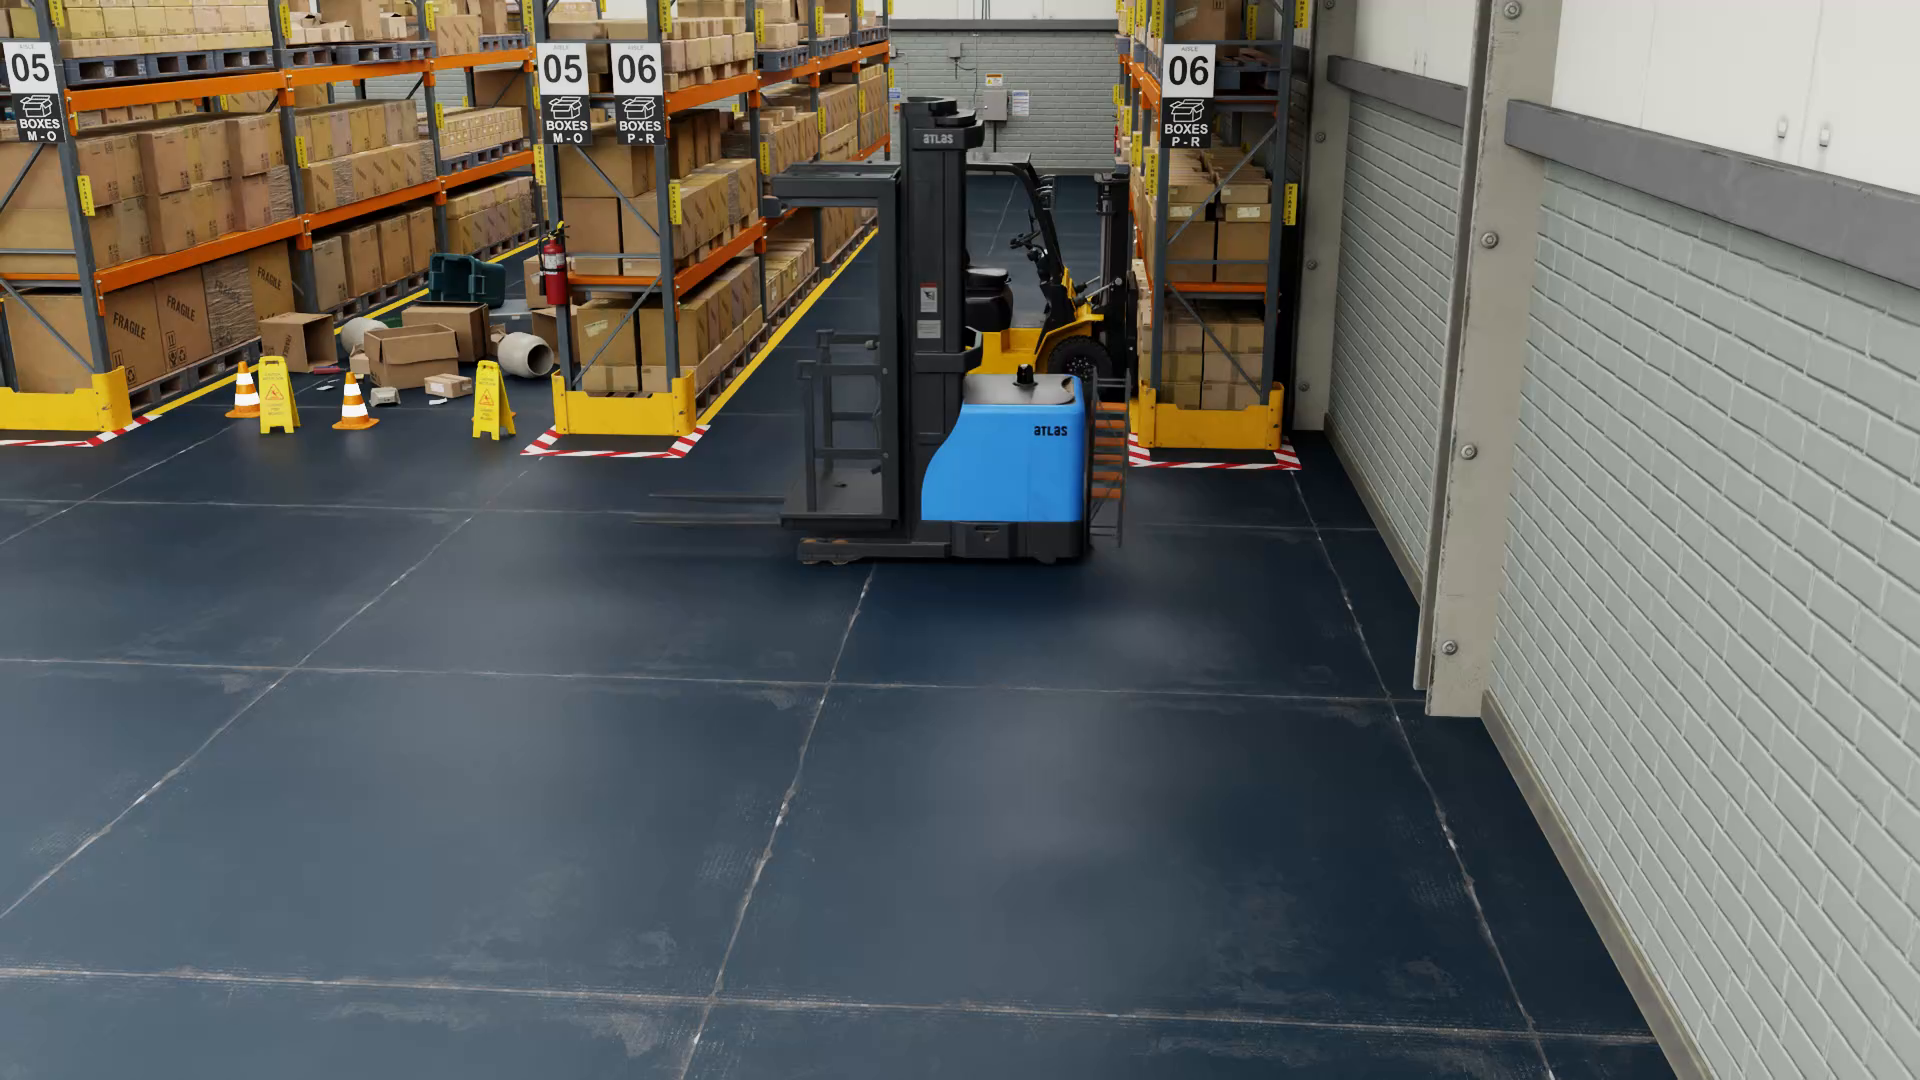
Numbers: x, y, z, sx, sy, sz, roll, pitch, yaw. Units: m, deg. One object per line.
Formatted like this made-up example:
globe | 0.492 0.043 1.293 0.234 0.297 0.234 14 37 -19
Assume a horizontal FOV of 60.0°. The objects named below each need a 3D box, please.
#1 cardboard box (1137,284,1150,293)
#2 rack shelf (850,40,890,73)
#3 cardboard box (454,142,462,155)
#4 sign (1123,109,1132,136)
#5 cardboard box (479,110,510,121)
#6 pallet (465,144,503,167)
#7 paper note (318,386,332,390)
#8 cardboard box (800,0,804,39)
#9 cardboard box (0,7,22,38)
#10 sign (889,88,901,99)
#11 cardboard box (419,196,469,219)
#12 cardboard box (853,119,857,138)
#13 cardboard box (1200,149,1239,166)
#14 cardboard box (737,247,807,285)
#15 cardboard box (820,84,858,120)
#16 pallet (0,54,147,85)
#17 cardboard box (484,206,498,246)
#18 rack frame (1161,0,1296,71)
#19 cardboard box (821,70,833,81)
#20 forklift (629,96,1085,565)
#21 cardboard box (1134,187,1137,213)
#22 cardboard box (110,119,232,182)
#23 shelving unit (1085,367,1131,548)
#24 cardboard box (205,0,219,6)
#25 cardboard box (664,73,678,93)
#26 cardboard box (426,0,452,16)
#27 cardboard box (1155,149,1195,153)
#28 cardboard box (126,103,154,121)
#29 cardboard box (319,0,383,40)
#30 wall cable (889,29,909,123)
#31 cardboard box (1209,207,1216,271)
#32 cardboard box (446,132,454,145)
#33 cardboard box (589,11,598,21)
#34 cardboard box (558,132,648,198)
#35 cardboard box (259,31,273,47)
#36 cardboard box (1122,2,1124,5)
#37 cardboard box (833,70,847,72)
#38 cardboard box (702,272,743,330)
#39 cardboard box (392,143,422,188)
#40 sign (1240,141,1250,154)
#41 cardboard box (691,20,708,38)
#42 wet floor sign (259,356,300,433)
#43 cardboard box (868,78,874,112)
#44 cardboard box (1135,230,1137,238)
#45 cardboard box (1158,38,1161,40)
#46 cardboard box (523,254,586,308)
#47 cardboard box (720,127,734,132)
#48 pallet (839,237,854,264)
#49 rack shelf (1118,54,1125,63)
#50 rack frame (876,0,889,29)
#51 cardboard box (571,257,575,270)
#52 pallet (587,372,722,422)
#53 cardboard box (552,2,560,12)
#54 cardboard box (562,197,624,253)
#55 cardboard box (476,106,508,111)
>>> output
cardboard box | 1.899 -2.230 15.548 0.500 0.250 0.500 1 18 3
rack shelf | -1.872 -7.781 26.690 1.077 0.370 4.000 1 18 4
cardboard box | -6.975 -5.295 22.493 0.380 0.149 0.250 2 18 7
sign | 2.108 -5.246 20.883 0.100 0.325 0.005 1 18 4
cardboard box | -6.832 -6.225 24.378 0.380 0.149 0.250 1 18 2
pallet | -7.145 -5.437 23.508 1.003 0.211 1.213 1 18 4
paper note | -6.017 -1.453 15.810 0.144 0.017 0.142 8 20 23
cardboard box | -2.420 -6.818 21.761 0.700 0.500 0.500 0 18 1
cardboard box | -8.063 -4.329 13.928 0.500 0.250 0.500 2 18 5
sign | -1.391 -9.219 34.306 0.327 0.218 0.001 1 18 4
cardboard box | -6.955 -4.490 22.443 0.500 0.250 0.500 0 18 1
cardboard box | -1.804 -6.100 24.660 0.500 0.250 0.500 1 18 4
cardboard box | 2.582 -3.796 16.511 0.380 0.149 0.250 1 18 2
cardboard box | -2.397 -3.380 20.467 0.950 0.372 0.625 1 18 3
cardboard box | -1.797 -6.454 24.537 0.500 0.500 0.500 2 18 6
pallet | -7.777 -4.042 14.267 1.003 0.211 1.213 1 18 4
cardboard box | -6.876 -4.454 23.540 0.500 0.500 0.500 1 18 3
rack frame | 2.076 -5.090 12.506 1.000 3.000 0.127 1 18 4
cardboard box | -2.155 -7.166 25.668 0.380 0.149 0.250 1 18 4
forklift | -0.683 -1.390 10.958 3.031 2.935 1.130 1 18 2
cardboard box | 2.168 -3.729 18.227 0.500 0.250 0.500 1 18 4
cardboard box | -7.693 -3.803 16.237 0.875 0.550 0.550 1 18 4
shelving unit | 0.991 -0.552 11.171 0.258 1.200 0.189 2 18 2
cardboard box | -7.313 -5.167 15.846 0.380 0.149 0.250 1 18 4
cardboard box | -2.528 -3.751 13.639 0.380 0.149 0.250 1 18 4
cardboard box | -6.905 -7.029 21.851 0.396 0.266 0.258 1 18 4
cardboard box | 2.133 -3.803 16.531 0.380 0.149 0.250 2 18 5
cardboard box | -12.027 -6.217 23.806 0.797 0.503 0.637 2 18 6
cardboard box | -7.092 -6.087 19.369 0.500 0.500 0.500 1 18 4
wall cable | -1.347 -9.568 34.123 0.585 1.953 0.123 1 18 4
cardboard box | 2.404 -2.597 14.371 0.500 0.500 0.500 2 18 6
cardboard box | -6.994 -5.364 22.228 0.380 0.149 0.250 2 18 7
cardboard box | -6.452 -8.840 28.206 0.500 0.250 0.500 1 18 2
cardboard box | -3.056 -3.177 14.056 0.700 0.500 0.500 1 18 3
cardboard box | -7.240 -5.103 16.932 0.380 0.149 0.250 1 18 4
cardboard box | 2.863 -8.496 26.677 0.500 0.250 0.500 1 18 3
cardboard box | -1.755 -7.160 25.648 0.380 0.149 0.250 1 18 3
cardboard box | -2.433 -2.334 16.267 0.500 0.500 0.500 2 18 7
cardboard box | -7.048 -4.660 20.666 0.500 0.500 0.500 1 18 4
sign | 2.916 -3.919 17.048 0.100 0.325 0.005 1 18 4
cardboard box | -2.450 -4.530 14.735 0.380 0.149 0.250 2 18 5
wet floor sign | -5.847 -1.256 14.221 0.267 0.644 0.232 -2 18 -6
cardboard box | -1.649 -7.057 26.376 0.500 0.500 0.500 2 18 5
cardboard box | 2.552 -3.399 20.117 0.875 0.625 0.625 2 18 6
cardboard box | 1.851 -4.191 13.960 0.396 0.266 0.258 1 18 4
cardboard box | -4.366 -2.794 17.930 0.500 0.500 0.500 1 18 4
cardboard box | -2.750 -4.282 18.363 0.500 0.500 0.500 1 18 4
pallet | -2.080 -4.130 23.687 1.003 0.211 1.213 1 18 4
rack shelf | 3.080 -7.671 26.355 1.077 0.370 4.000 1 18 4
rack frame | -1.728 -10.169 28.006 1.000 3.000 0.127 1 18 4
cardboard box | -3.154 -2.432 14.431 0.380 0.149 0.250 1 18 3
pallet | -2.776 -1.299 15.049 1.003 0.211 1.213 1 18 4
cardboard box | -6.555 -8.428 26.309 0.380 0.149 0.250 2 18 7
cardboard box | -3.111 -2.713 14.246 0.500 0.500 0.500 1 18 3
cardboard box | -7.207 -6.501 25.806 0.500 0.500 0.500 1 18 4
